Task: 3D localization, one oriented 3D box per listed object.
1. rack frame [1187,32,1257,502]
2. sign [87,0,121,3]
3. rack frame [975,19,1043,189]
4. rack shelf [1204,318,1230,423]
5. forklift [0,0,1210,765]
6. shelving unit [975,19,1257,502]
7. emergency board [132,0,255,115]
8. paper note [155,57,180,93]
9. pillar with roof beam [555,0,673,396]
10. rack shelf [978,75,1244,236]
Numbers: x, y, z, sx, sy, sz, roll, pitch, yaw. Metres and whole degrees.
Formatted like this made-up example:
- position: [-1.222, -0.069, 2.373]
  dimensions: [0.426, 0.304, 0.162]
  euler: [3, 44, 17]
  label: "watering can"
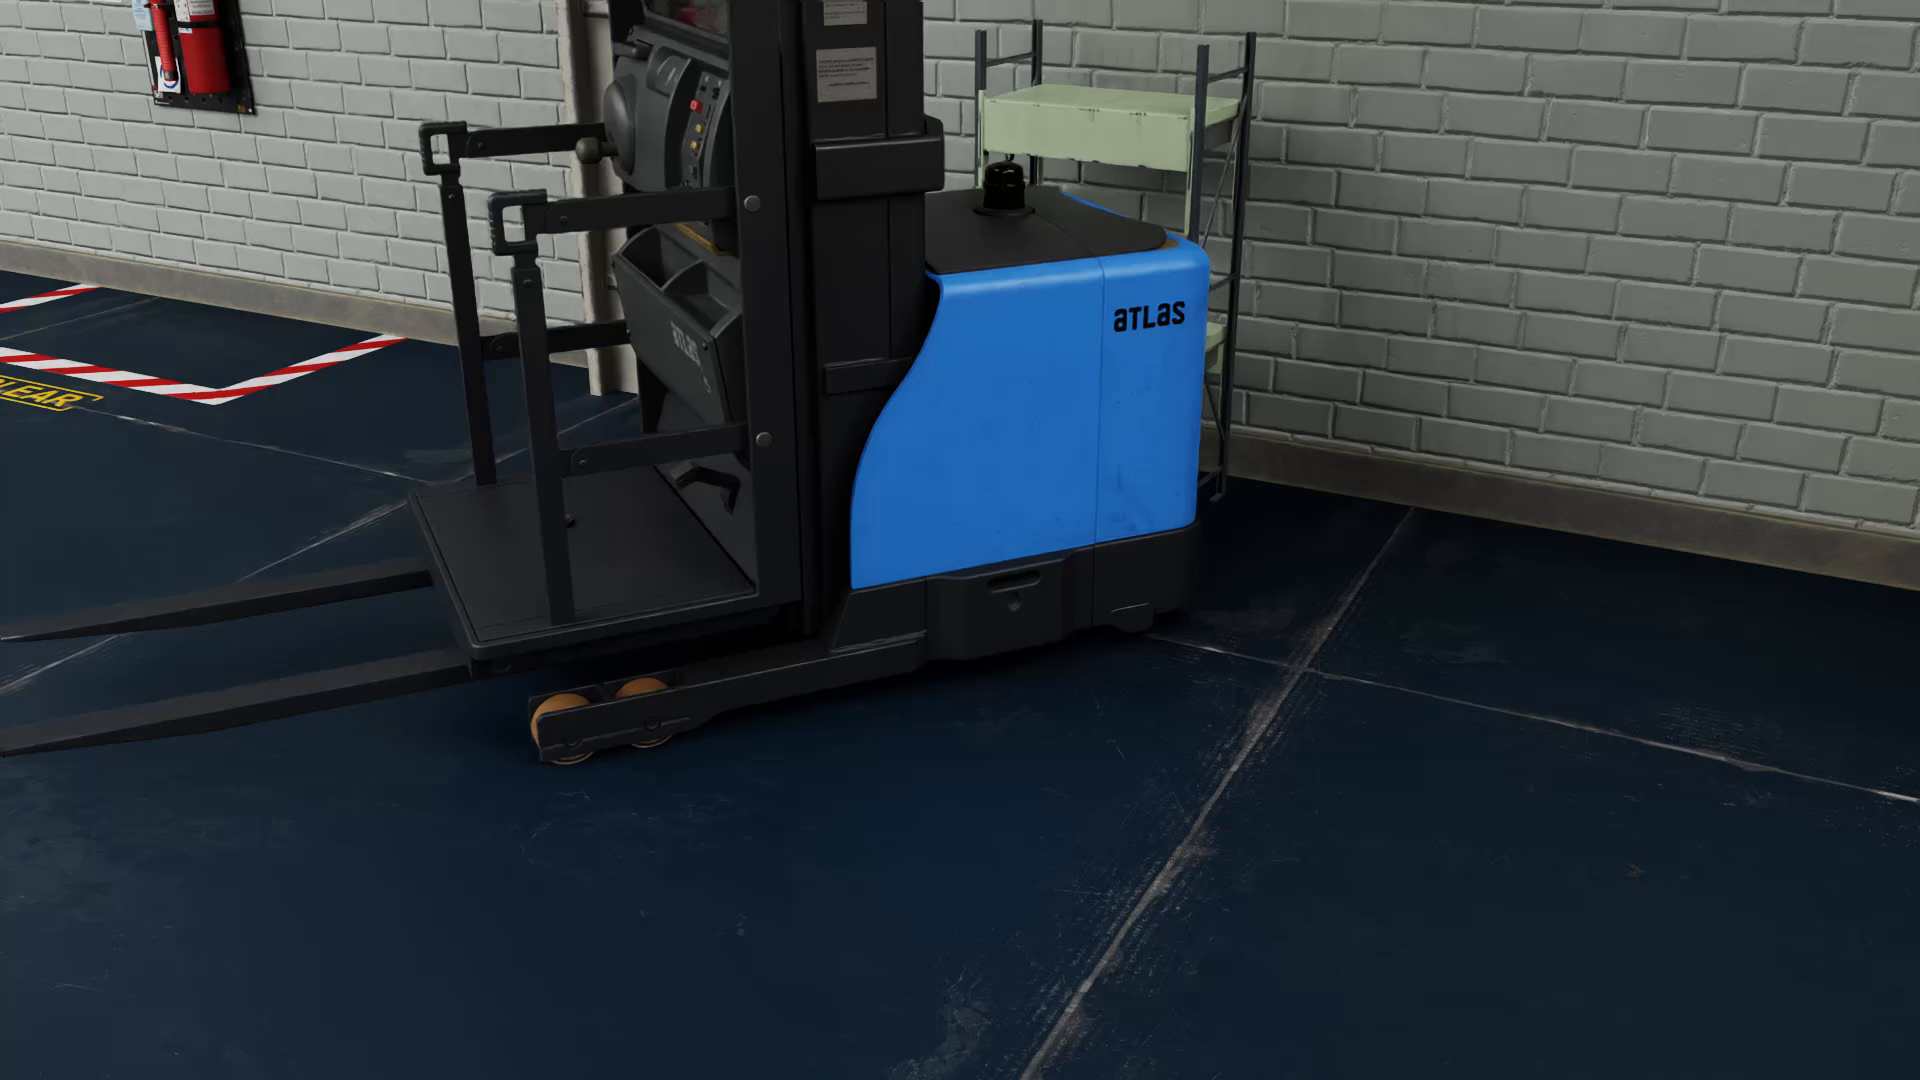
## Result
- position: [0.786, -0.780, 5.168]
  dimensions: [0.023, 1.500, 0.400]
  euler: [13, 26, 28]
  label: "rack frame"
- position: [-3.862, -2.580, 7.438]
  dimensions: [0.234, 0.329, 0.001]
  euler: [11, 25, 25]
  label: "sign"
- position: [0.157, -0.926, 5.512]
  dimensions: [0.023, 1.500, 0.400]
  euler: [13, 26, 28]
  label: "rack frame"
- position: [0.471, -0.553, 5.467]
  dimensions: [0.720, 0.370, 0.431]
  euler: [13, 26, 28]
  label: "rack shelf"
- position: [-0.895, -1.045, 3.963]
  dimensions: [3.031, 2.935, 1.130]
  euler: [-10, 25, -23]
  label: "forklift"
- position: [0.471, -0.853, 5.340]
  dimensions: [0.755, 1.500, 0.431]
  euler: [13, 26, 28]
  label: "shelving unit"
- position: [-3.415, -2.430, 7.130]
  dimensions: [0.643, 1.169, 0.194]
  euler: [11, 25, 25]
  label: "emergency board"
- position: [-3.542, -2.080, 7.433]
  dimensions: [0.142, 0.148, 0.016]
  euler: [11, 25, 25]
  label: "paper note"
- position: [-3.170, -3.237, 1.363]
  dimensions: [0.400, 9.000, 9.100]
  euler: [11, 25, 25]
  label: "pillar with roof beam"
- position: [0.471, -1.212, 5.187]
  dimensions: [0.720, 0.370, 0.431]
  euler: [13, 26, 28]
  label: "rack shelf"
